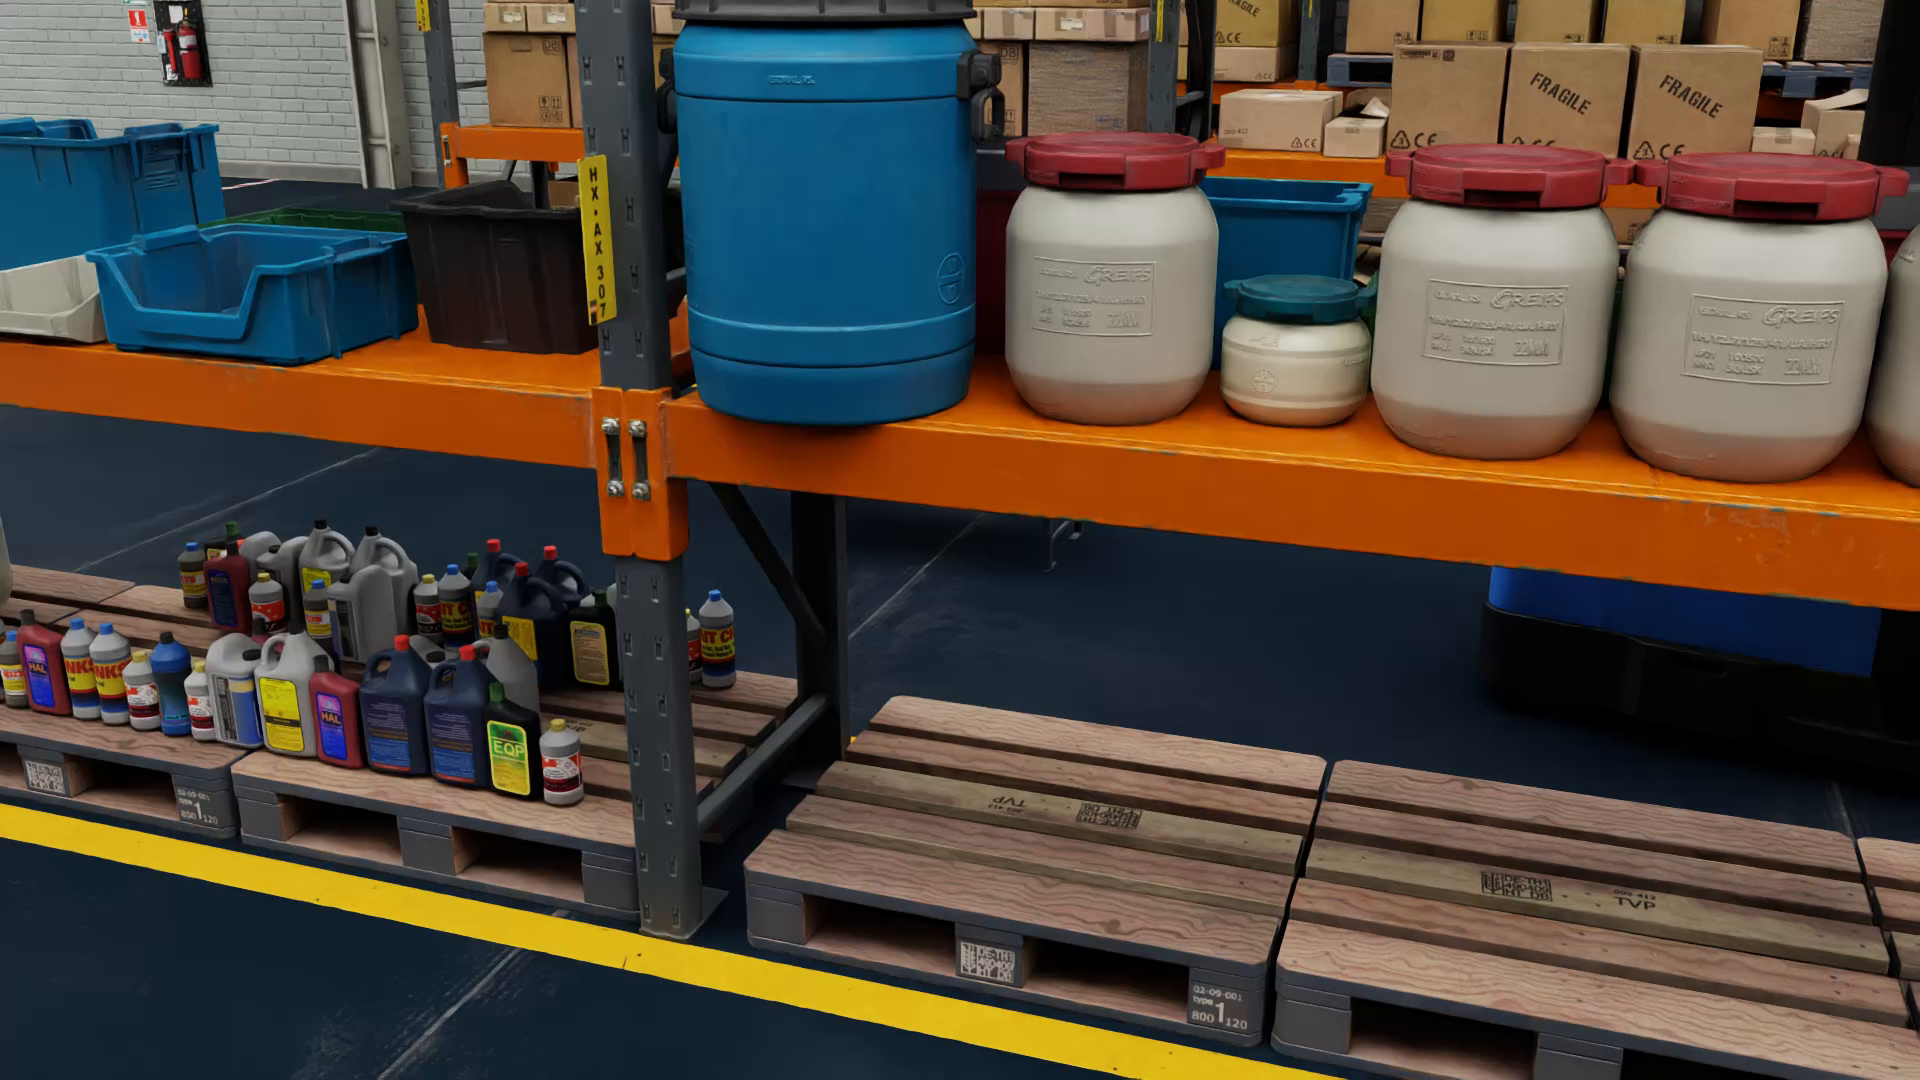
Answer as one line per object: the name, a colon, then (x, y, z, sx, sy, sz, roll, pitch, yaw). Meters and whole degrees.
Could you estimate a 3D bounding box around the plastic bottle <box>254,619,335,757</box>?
plastic bottle: (-1.720, 0.372, 4.309, 0.185, 0.351, 0.144, 6, 20, 18)

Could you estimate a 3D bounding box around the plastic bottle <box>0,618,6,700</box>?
plastic bottle: (-2.699, 0.305, 4.620, 0.097, 0.271, 0.097, 0, 19, 0)

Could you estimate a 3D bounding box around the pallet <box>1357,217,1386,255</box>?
pallet: (3.457, -2.316, 12.899, 1.213, 0.211, 1.003, 7, 20, 18)

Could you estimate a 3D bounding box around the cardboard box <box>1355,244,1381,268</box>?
cardboard box: (2.069, -1.331, 8.526, 0.500, 0.311, 0.500, 7, 20, 20)

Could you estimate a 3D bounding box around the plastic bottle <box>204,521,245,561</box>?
plastic bottle: (-2.314, 0.076, 5.259, 0.133, 0.283, 0.061, 7, 20, 19)

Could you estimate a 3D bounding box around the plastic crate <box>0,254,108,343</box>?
plastic crate: (-2.147, -0.608, 4.164, 0.437, 0.136, 0.530, 7, 20, 18)

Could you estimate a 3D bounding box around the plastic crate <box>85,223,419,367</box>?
plastic crate: (-1.665, -0.601, 3.968, 0.616, 0.251, 0.499, 7, 20, 18)

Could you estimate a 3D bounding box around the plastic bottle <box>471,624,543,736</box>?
plastic bottle: (-1.186, 0.382, 4.278, 0.185, 0.351, 0.144, 7, 20, 18)

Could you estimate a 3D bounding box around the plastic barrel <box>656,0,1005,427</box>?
plastic barrel: (-0.265, -0.737, 3.371, 0.708, 0.901, 0.600, 7, 20, 18)

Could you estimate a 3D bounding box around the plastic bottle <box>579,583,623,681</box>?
plastic bottle: (-1.002, 0.245, 4.785, 0.135, 0.276, 0.152, 7, 21, 20)

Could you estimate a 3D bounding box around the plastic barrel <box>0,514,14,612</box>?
plastic barrel: (-3.189, 0.010, 5.132, 0.421, 0.512, 0.421, 0, 19, 0)

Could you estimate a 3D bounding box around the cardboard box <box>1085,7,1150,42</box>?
cardboard box: (0.771, -2.492, 8.030, 0.250, 0.149, 0.380, 7, 20, 18)

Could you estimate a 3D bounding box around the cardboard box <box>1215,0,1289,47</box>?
cardboard box: (2.173, -3.964, 12.449, 0.500, 0.500, 0.500, 6, 20, 18)

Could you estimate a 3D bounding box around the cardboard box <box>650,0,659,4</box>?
cardboard box: (-1.695, -3.152, 8.939, 0.500, 0.500, 0.700, 6, 20, 17)

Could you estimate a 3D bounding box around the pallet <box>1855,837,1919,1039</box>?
pallet: (2.529, 1.017, 3.337, 1.213, 0.211, 1.003, 7, 20, 18)

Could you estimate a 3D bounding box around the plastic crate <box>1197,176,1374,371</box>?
plastic crate: (0.614, -0.606, 3.781, 0.575, 0.384, 0.392, 7, 20, 18)

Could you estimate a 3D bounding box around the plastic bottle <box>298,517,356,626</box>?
plastic bottle: (-1.912, 0.105, 5.075, 0.185, 0.351, 0.144, 7, 21, 20)

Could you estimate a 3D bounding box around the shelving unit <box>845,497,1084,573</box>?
shelving unit: (-0.081, -0.717, 6.356, 1.048, 1.500, 0.538, 7, 20, 18)

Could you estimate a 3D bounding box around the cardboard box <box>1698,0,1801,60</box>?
cardboard box: (5.515, -3.639, 11.637, 0.500, 0.500, 0.700, 5, 20, 13)

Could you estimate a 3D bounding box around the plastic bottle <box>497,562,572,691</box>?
plastic bottle: (-1.204, 0.236, 4.698, 0.185, 0.351, 0.144, 7, 20, 18)

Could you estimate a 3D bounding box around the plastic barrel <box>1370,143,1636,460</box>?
plastic barrel: (0.994, -0.449, 3.101, 0.433, 0.535, 0.433, 0, 19, 0)

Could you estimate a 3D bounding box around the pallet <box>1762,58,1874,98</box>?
pallet: (5.791, -3.237, 11.598, 1.003, 0.211, 1.213, 7, 20, 18)

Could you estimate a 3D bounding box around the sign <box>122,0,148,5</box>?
sign: (-8.589, -5.624, 17.294, 0.331, 0.109, 0.001, 7, 20, 18)

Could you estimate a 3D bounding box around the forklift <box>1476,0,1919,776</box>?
forklift: (3.137, -0.782, 4.368, 3.031, 2.935, 1.130, 11, 22, 28)

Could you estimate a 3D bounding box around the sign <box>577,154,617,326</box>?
sign: (-0.721, -0.597, 3.310, 0.005, 0.325, 0.100, 7, 20, 18)

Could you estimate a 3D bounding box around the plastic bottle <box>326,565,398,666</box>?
plastic bottle: (-1.761, 0.209, 4.890, 0.135, 0.276, 0.152, 7, 20, 18)

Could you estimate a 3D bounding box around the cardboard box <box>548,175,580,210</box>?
cardboard box: (-2.076, -1.896, 9.859, 0.500, 0.500, 0.500, 7, 20, 18)

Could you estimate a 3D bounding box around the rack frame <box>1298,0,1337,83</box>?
rack frame: (2.721, -3.716, 12.680, 0.127, 3.000, 1.000, 7, 20, 18)

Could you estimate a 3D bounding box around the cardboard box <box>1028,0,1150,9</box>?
cardboard box: (0.677, -2.881, 8.162, 0.500, 0.500, 0.700, 7, 20, 18)

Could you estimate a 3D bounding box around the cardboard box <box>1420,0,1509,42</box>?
cardboard box: (3.716, -3.843, 12.223, 0.500, 0.500, 0.700, 9, 21, 24)

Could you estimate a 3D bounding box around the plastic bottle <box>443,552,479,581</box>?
plastic bottle: (-1.477, 0.172, 4.985, 0.133, 0.283, 0.061, 7, 21, 20)

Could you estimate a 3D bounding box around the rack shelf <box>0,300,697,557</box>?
rack shelf: (-2.420, -0.512, 4.581, 4.000, 0.370, 1.077, 7, 20, 18)

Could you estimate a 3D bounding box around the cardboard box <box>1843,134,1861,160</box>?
cardboard box: (3.937, -1.636, 7.094, 0.250, 0.149, 0.380, 7, 20, 18)

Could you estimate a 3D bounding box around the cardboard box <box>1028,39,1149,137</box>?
cardboard box: (0.677, -2.269, 8.376, 0.500, 0.500, 0.700, 6, 20, 17)

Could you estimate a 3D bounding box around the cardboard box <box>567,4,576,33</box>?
cardboard box: (-1.894, -2.797, 8.905, 0.250, 0.149, 0.380, 7, 20, 18)

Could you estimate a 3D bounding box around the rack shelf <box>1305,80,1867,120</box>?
rack shelf: (4.610, -3.160, 12.179, 4.000, 0.370, 1.077, 7, 20, 18)

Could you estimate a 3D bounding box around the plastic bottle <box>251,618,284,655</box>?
plastic bottle: (-1.838, 0.352, 4.469, 0.133, 0.283, 0.061, 7, 20, 18)

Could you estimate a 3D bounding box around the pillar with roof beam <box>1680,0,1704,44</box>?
pillar with roof beam: (4.142, -5.188, 7.788, 0.400, 9.000, 9.100, 7, 20, 18)

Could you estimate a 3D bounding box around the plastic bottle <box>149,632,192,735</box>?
plastic bottle: (-2.089, 0.375, 4.420, 0.097, 0.271, 0.097, 0, 19, 0)

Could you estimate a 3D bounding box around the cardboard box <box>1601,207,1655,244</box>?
cardboard box: (4.875, -2.510, 12.348, 0.500, 0.500, 0.700, 6, 20, 18)

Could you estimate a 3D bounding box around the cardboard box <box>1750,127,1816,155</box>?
cardboard box: (3.654, -1.745, 7.407, 0.250, 0.149, 0.380, 8, 21, 22)

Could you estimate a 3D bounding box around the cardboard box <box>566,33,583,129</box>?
cardboard box: (-1.745, -2.545, 9.169, 0.500, 0.500, 0.700, 7, 20, 19)

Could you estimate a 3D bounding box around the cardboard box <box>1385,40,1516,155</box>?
cardboard box: (2.316, -2.078, 7.828, 0.500, 0.500, 0.500, 8, 21, 22)

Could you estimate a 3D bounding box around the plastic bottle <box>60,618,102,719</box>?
plastic bottle: (-2.375, 0.342, 4.513, 0.097, 0.271, 0.097, 0, 19, 0)

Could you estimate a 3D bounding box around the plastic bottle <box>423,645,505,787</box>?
plastic bottle: (-1.233, 0.427, 4.149, 0.185, 0.351, 0.144, 6, 20, 17)

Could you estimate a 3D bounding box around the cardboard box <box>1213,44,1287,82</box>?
cardboard box: (2.174, -3.612, 12.578, 0.500, 0.250, 0.500, 7, 20, 18)

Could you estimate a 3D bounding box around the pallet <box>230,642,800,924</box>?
pallet: (-1.151, 0.595, 4.547, 1.213, 0.211, 1.003, 7, 20, 18)

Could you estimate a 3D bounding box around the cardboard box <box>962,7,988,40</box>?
cardboard box: (0.042, -2.575, 8.268, 0.250, 0.149, 0.380, 6, 20, 18)

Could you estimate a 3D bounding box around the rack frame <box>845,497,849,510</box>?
rack frame: (-0.561, -0.772, 6.513, 0.032, 1.500, 0.500, 7, 20, 18)
